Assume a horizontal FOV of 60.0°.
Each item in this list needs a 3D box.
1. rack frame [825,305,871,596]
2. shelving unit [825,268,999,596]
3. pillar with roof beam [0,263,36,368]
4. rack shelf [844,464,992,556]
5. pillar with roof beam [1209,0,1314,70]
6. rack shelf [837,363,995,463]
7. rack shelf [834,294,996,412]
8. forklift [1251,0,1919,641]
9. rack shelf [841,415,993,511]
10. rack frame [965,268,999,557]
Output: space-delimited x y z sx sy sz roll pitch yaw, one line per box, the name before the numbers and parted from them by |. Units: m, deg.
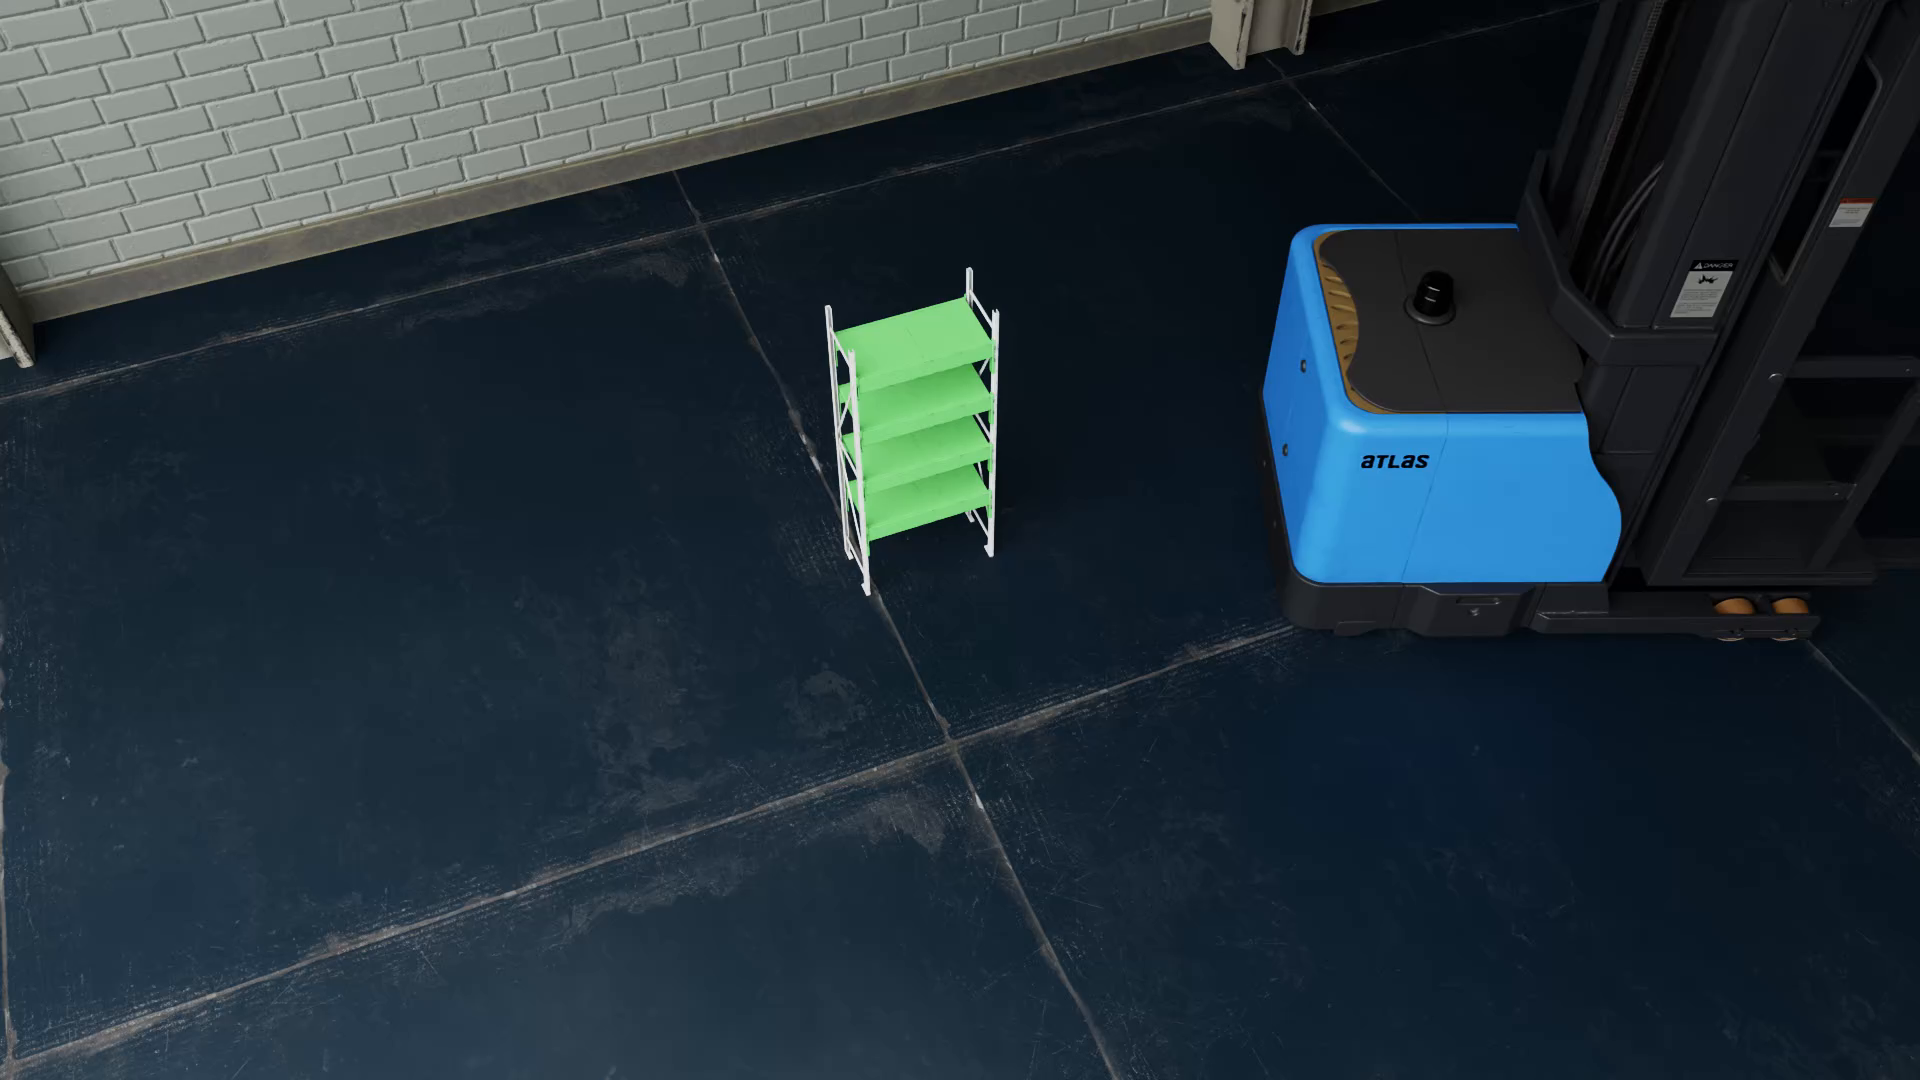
rack frame | -0.379 -0.273 5.694 0.015 1.200 0.240 -17 52 -14
shelving unit | -0.153 -0.343 5.754 0.503 1.200 0.258 -17 52 -14
pillar with roof beam | -2.436 -0.683 0.905 0.400 9.000 9.100 -17 52 -14
rack shelf | -0.153 -0.145 5.985 0.480 0.148 0.258 -17 52 -14
pillar with roof beam | 3.119 -2.405 2.383 0.400 9.000 9.100 -17 52 -14
rack shelf | -0.153 -0.458 5.620 0.480 0.148 0.258 -17 52 -14
rack shelf | -0.153 -0.614 5.438 0.480 0.148 0.258 -17 52 -14
forklift | 2.655 -1.000 5.176 3.031 2.935 1.130 0 49 0
rack shelf | -0.153 -0.302 5.802 0.480 0.148 0.258 -17 52 -14
rack frame | 0.073 -0.413 5.814 0.015 1.200 0.240 -17 52 -14
